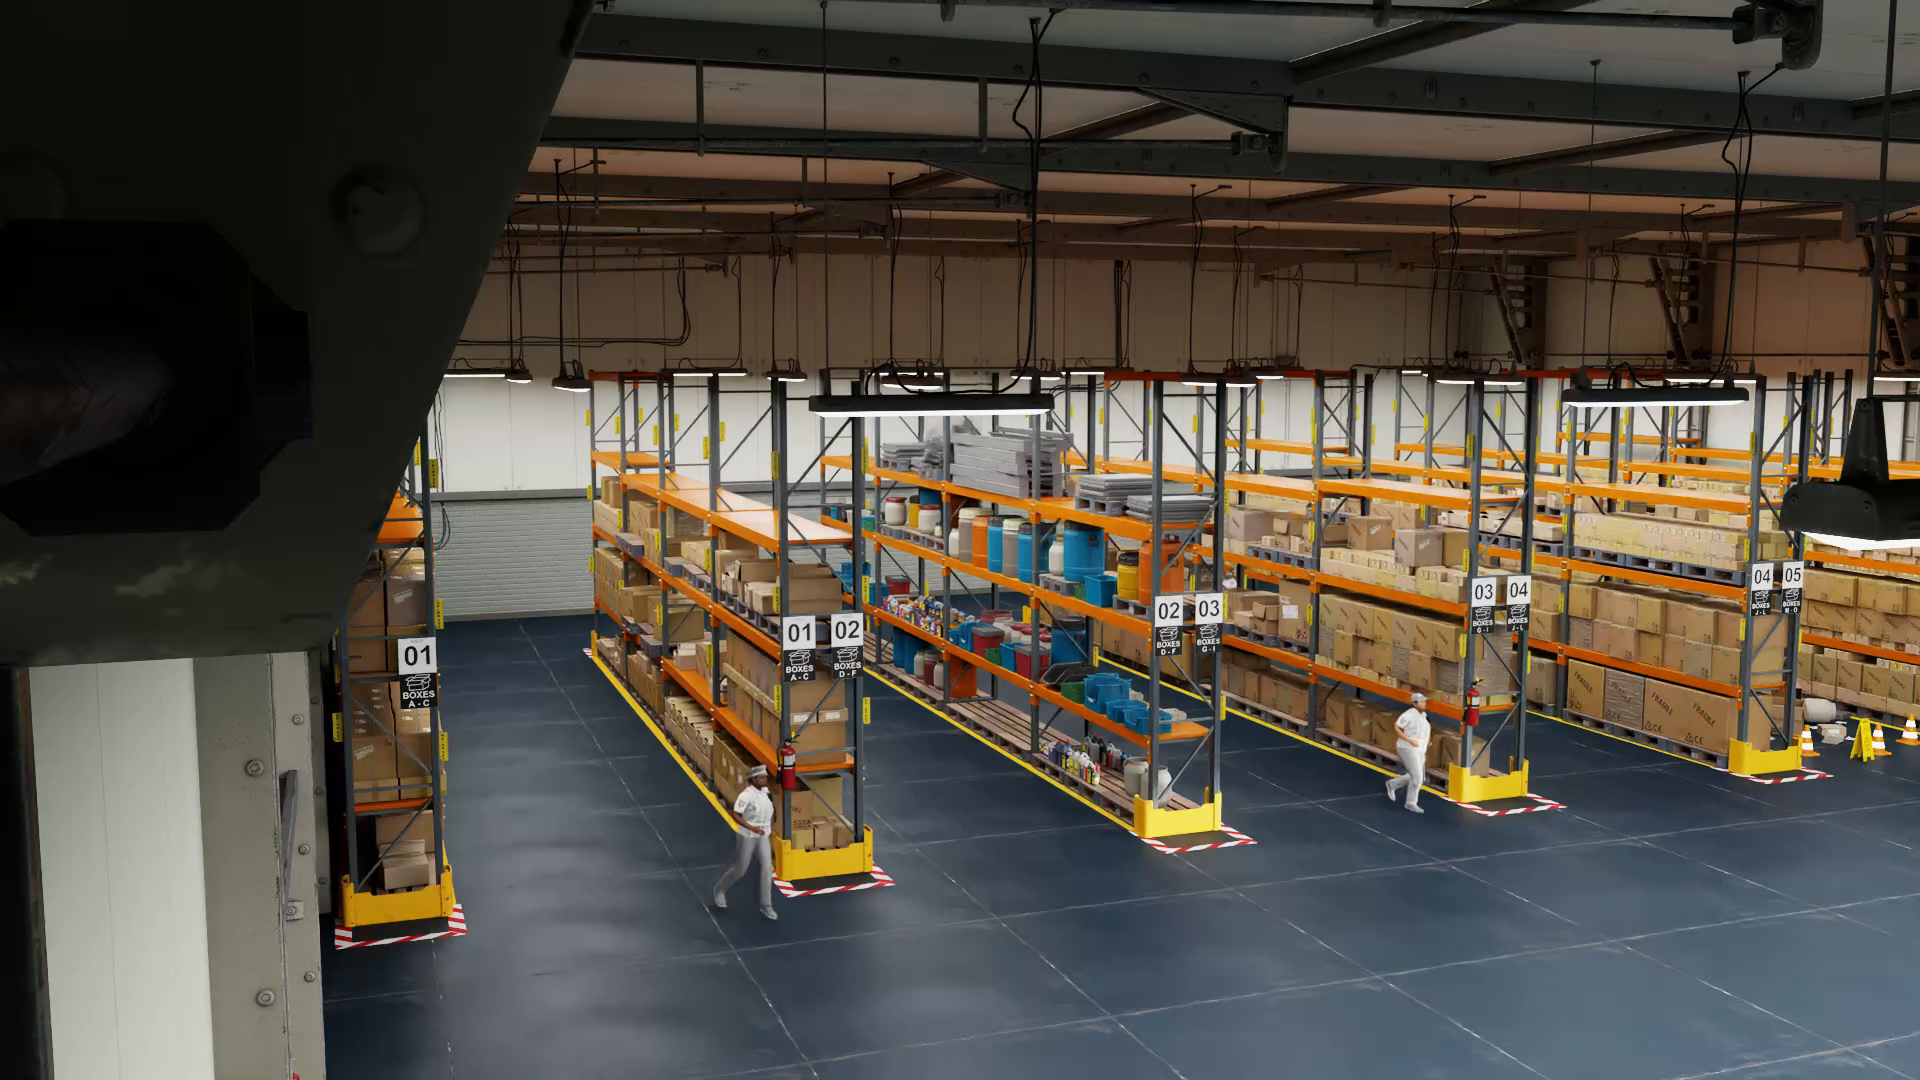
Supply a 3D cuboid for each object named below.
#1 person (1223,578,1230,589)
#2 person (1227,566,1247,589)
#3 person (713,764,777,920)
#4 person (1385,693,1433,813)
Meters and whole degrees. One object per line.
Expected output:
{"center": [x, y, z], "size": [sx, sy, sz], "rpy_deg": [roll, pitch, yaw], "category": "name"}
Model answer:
{"center": [5.497, 1.451, 35.760], "size": [0.681, 1.815, 0.939], "rpy_deg": [-4, 8, -32], "category": "person"}
{"center": [6.132, 1.394, 36.851], "size": [0.663, 1.649, 0.569], "rpy_deg": [-2, 7, -19], "category": "person"}
{"center": [-2.327, 3.387, 18.926], "size": [0.921, 1.673, 0.662], "rpy_deg": [5, 8, 40], "category": "person"}
{"center": [6.318, 2.948, 23.325], "size": [0.647, 1.635, 0.697], "rpy_deg": [-5, 8, -39], "category": "person"}
